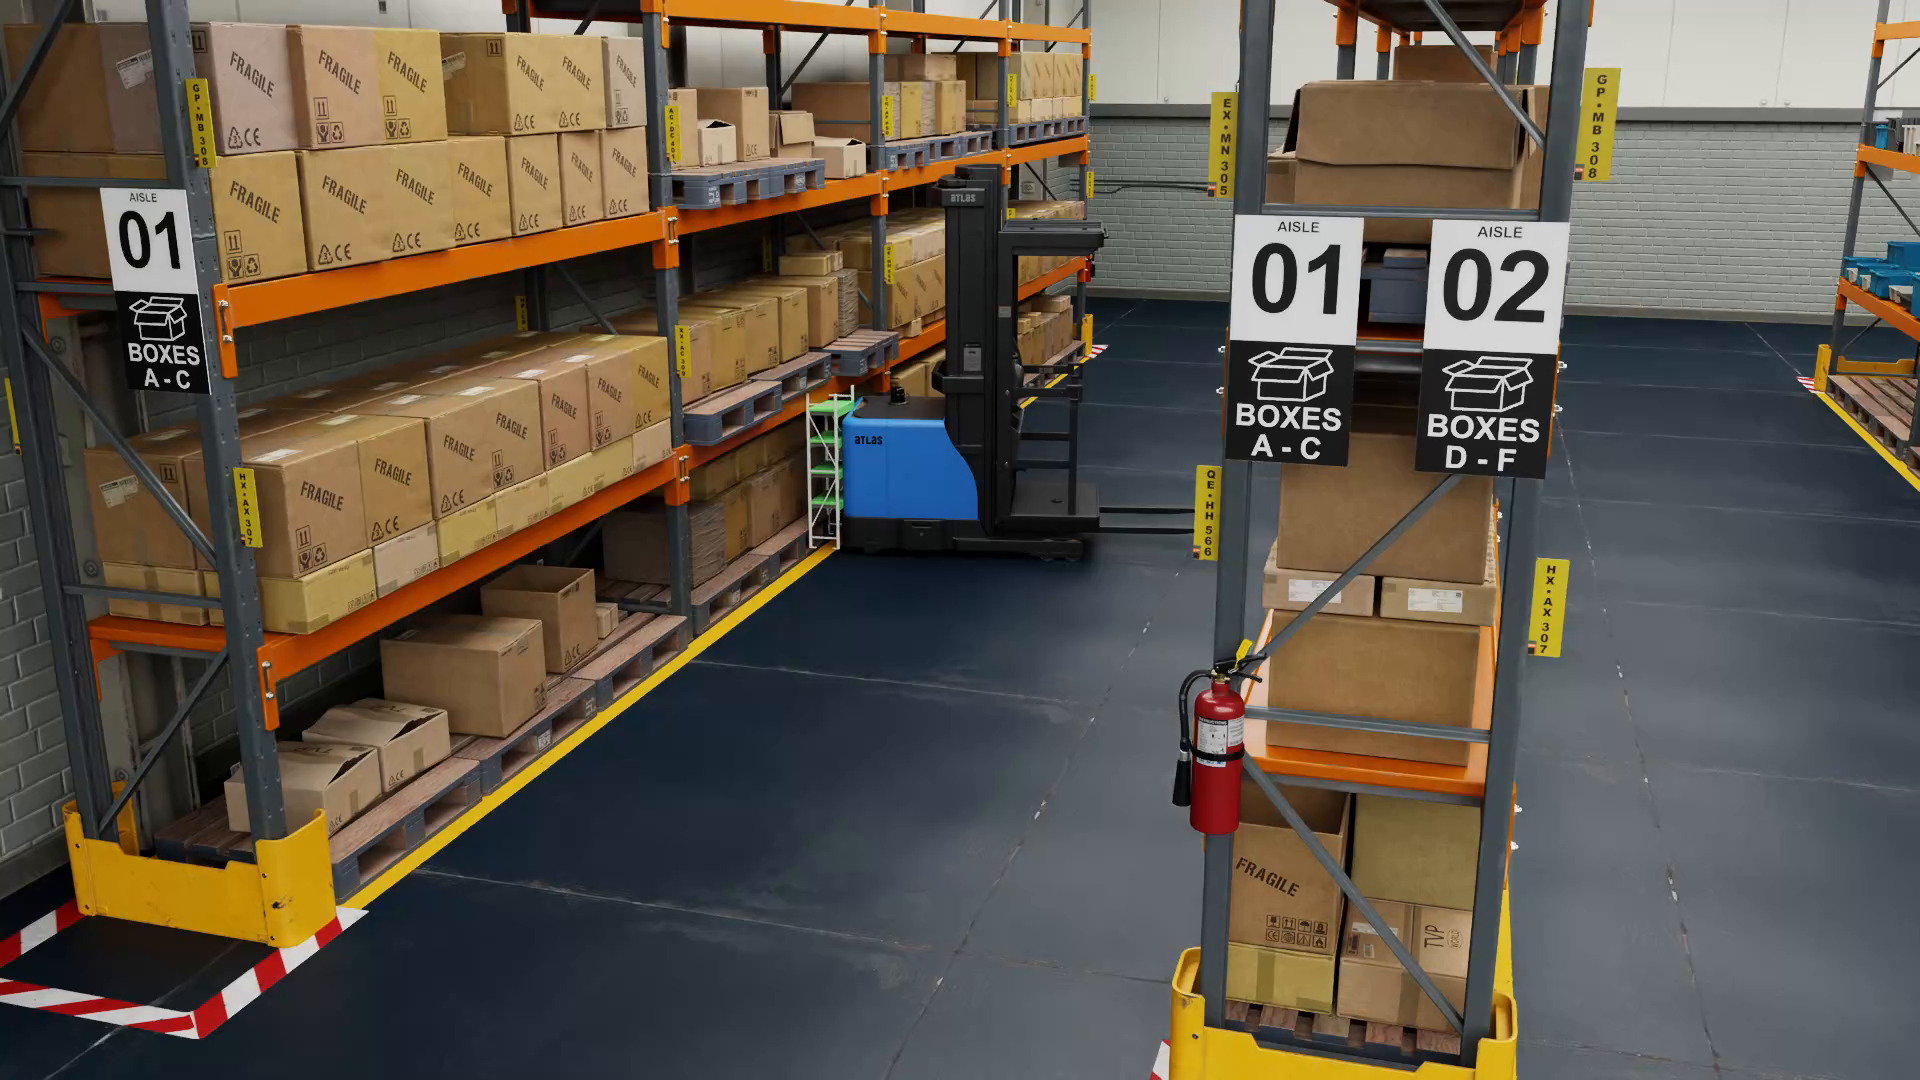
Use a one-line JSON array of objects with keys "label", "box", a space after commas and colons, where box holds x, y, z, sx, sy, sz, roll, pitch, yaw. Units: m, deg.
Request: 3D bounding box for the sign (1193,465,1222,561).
[{"label": "sign", "box": [0.840, -0.089, 5.590, 0.100, 0.325, 0.005, 5, 16, 16]}]

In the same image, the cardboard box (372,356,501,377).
[{"label": "cardboard box", "box": [-2.889, -0.728, 9.265, 0.500, 0.500, 0.500, 5, 17, 17]}]

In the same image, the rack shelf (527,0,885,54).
[{"label": "rack shelf", "box": [-1.689, -3.673, 11.839, 1.077, 0.370, 4.000, 5, 16, 16]}]

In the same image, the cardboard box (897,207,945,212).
[{"label": "cardboard box", "box": [-0.365, -3.356, 17.527, 0.500, 0.250, 0.500, 5, 17, 18]}]

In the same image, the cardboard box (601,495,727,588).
[{"label": "cardboard box", "box": [-2.065, -0.005, 11.624, 0.700, 0.500, 0.500, 5, 17, 18]}]

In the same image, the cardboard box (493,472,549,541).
[{"label": "cardboard box", "box": [-2.521, -0.198, 8.768, 0.500, 0.250, 0.500, 5, 17, 16]}]

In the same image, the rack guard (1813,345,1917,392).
[{"label": "rack guard", "box": [10.645, -1.978, 19.387, 1.175, 0.500, 0.348, 5, 16, 16]}]

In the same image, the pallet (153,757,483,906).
[{"label": "pallet", "box": [-3.108, 1.356, 8.161, 1.003, 0.211, 1.213, 5, 16, 16]}]

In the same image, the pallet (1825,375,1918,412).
[{"label": "pallet", "box": [10.379, -1.619, 18.650, 1.003, 0.211, 1.213, 5, 16, 16]}]

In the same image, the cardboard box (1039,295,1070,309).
[{"label": "cardboard box", "box": [1.188, -3.014, 21.083, 0.380, 0.149, 0.250, 4, 16, 15]}]

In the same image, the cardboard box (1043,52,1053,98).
[{"label": "cardboard box", "box": [0.762, -5.306, 18.991, 0.500, 0.500, 0.500, 5, 17, 16]}]

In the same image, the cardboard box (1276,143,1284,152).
[{"label": "cardboard box", "box": [1.588, -1.509, 6.793, 0.500, 0.311, 0.500, 7, 17, 22]}]

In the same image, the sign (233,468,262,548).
[{"label": "sign", "box": [-2.874, -0.130, 6.704, 0.100, 0.325, 0.005, 5, 16, 16]}]

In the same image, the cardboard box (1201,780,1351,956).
[{"label": "cardboard box", "box": [1.223, 1.224, 6.411, 0.500, 0.500, 0.500, 5, 16, 16]}]

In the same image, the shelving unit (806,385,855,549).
[{"label": "shelving unit", "box": [-0.996, -0.575, 12.917, 0.258, 1.200, 0.503, 3, 13, 11]}]

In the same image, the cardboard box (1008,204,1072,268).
[{"label": "cardboard box", "box": [0.821, -3.760, 20.540, 0.980, 0.700, 0.700, 4, 16, 15]}]

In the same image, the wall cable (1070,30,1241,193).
[{"label": "wall cable", "box": [3.102, -6.786, 26.453, 3.097, 2.526, 0.112, 5, 16, 16]}]

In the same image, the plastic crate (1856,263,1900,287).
[{"label": "plastic crate", "box": [10.078, -2.910, 18.290, 0.416, 0.233, 0.300, 5, 16, 16]}]

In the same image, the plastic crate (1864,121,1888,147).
[{"label": "plastic crate", "box": [10.274, -4.474, 18.349, 0.497, 0.269, 0.590, 5, 16, 16]}]

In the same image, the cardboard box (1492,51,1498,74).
[{"label": "cardboard box", "box": [5.146, -4.734, 17.010, 0.700, 0.500, 0.500, 5, 16, 16]}]

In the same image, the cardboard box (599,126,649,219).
[{"label": "cardboard box", "box": [-2.165, -2.151, 9.698, 0.500, 0.500, 0.500, 5, 17, 17]}]

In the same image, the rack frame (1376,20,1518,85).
[{"label": "rack frame", "box": [3.629, -4.351, 12.180, 1.000, 3.000, 0.127, 5, 16, 16]}]

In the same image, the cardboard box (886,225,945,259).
[{"label": "cardboard box", "box": [-0.455, -2.781, 15.497, 0.500, 0.250, 0.500, 5, 17, 16]}]

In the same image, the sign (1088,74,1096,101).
[{"label": "sign", "box": [1.669, -5.727, 21.048, 0.100, 0.325, 0.005, 5, 16, 16]}]

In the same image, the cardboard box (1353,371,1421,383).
[{"label": "cardboard box", "box": [1.803, -0.450, 6.856, 0.700, 0.500, 0.500, 5, 16, 16]}]

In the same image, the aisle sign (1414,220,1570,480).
[{"label": "aisle sign", "box": [1.631, -0.582, 5.120, 0.394, 0.787, 0.004, 5, 16, 16]}]

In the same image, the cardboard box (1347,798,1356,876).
[{"label": "cardboard box", "box": [1.496, 1.323, 7.439, 0.500, 0.250, 0.500, 5, 16, 16]}]

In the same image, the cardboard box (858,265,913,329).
[{"label": "cardboard box", "box": [-0.738, -2.157, 14.671, 0.500, 0.500, 0.500, 5, 17, 18]}]

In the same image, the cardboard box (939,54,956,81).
[{"label": "cardboard box", "box": [-0.360, -4.739, 16.678, 0.500, 0.250, 0.500, 6, 17, 20]}]

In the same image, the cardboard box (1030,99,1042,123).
[{"label": "cardboard box", "box": [0.623, -4.809, 18.611, 0.500, 0.250, 0.500, 4, 16, 15]}]

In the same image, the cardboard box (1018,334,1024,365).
[{"label": "cardboard box", "box": [0.326, -2.082, 18.984, 0.700, 0.500, 0.500, 5, 17, 17]}]

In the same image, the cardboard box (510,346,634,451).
[{"label": "cardboard box", "box": [-2.232, -0.822, 9.593, 0.500, 0.500, 0.500, 5, 16, 16]}]

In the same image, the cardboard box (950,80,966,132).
[{"label": "cardboard box", "box": [-0.340, -4.376, 16.774, 0.700, 0.500, 0.500, 4, 16, 13]}]

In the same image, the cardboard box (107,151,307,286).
[{"label": "cardboard box", "box": [-3.060, -1.324, 6.785, 0.500, 0.500, 0.500, 5, 17, 17]}]

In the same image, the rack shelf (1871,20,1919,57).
[{"label": "rack shelf", "box": [10.083, -4.998, 16.509, 1.077, 0.370, 4.000, 5, 16, 16]}]

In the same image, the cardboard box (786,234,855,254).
[{"label": "cardboard box", "box": [-1.241, -2.549, 14.679, 0.500, 0.250, 0.500, 5, 17, 17]}]

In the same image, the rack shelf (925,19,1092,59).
[{"label": "rack shelf", "box": [0.584, -5.766, 19.218, 1.077, 0.370, 4.000, 5, 16, 16]}]

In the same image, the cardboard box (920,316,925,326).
[{"label": "cardboard box", "box": [-0.550, -2.078, 15.581, 0.380, 0.149, 0.250, 5, 17, 17]}]

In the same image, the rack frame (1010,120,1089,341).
[{"label": "rack frame", "box": [1.152, -3.941, 21.728, 1.000, 3.000, 0.127, 5, 16, 16]}]

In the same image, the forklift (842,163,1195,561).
[{"label": "forklift", "box": [0.625, -1.397, 12.885, 3.031, 2.935, 1.130, 1, 16, 4]}]

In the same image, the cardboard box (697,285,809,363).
[{"label": "cardboard box", "box": [-1.578, -1.657, 12.684, 0.700, 0.500, 0.500, 5, 16, 16]}]

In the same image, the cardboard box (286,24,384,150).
[{"label": "cardboard box", "box": [-2.861, -1.947, 7.146, 0.500, 0.500, 0.500, 4, 16, 15]}]

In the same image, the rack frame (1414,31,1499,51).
[{"label": "rack frame", "box": [5.903, -6.444, 19.559, 1.000, 3.000, 0.127, 5, 16, 16]}]

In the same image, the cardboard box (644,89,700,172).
[{"label": "cardboard box", "box": [-2.026, -2.632, 10.662, 0.500, 0.500, 0.500, 7, 17, 24]}]

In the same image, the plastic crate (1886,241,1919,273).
[{"label": "plastic crate", "box": [10.735, -3.117, 18.647, 0.616, 0.435, 0.499, 5, 16, 16]}]

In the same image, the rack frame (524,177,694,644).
[{"label": "rack frame", "box": [-2.258, -0.802, 10.660, 1.000, 3.000, 0.127, 5, 16, 16]}]

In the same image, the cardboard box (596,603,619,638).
[{"label": "cardboard box", "box": [-2.381, 0.492, 10.485, 0.380, 0.166, 0.250, 2, 16, 9]}]

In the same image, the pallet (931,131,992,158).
[{"label": "pallet", "box": [-0.198, -4.002, 16.797, 0.805, 0.209, 1.217, 4, 16, 14]}]

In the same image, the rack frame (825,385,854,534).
[{"label": "rack frame", "box": [-0.947, -0.629, 13.150, 0.240, 1.200, 0.015, 3, 13, 11]}]

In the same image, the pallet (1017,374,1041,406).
[{"label": "pallet", "box": [0.307, -1.746, 19.099, 1.003, 0.211, 1.213, 5, 16, 16]}]

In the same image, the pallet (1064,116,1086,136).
[{"label": "pallet", "box": [0.952, -5.147, 20.644, 1.003, 0.211, 1.213, 5, 16, 16]}]
